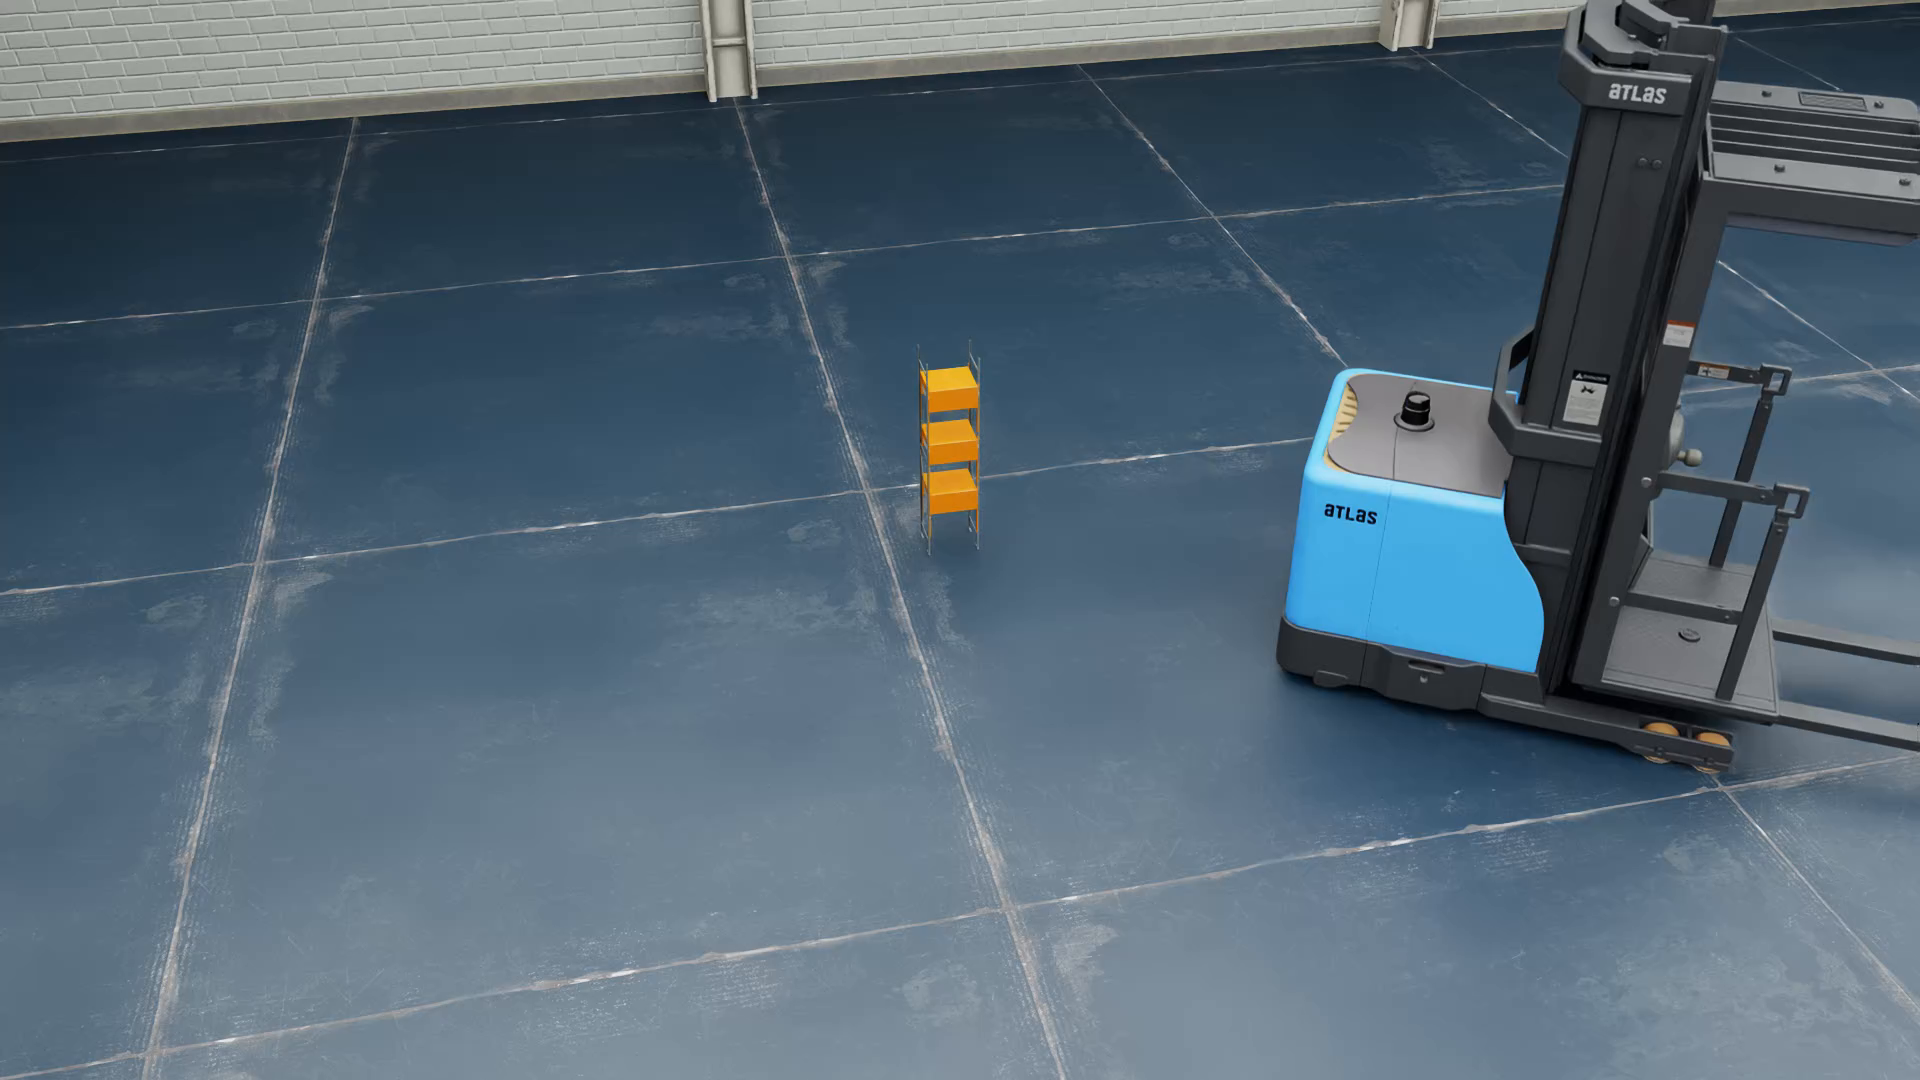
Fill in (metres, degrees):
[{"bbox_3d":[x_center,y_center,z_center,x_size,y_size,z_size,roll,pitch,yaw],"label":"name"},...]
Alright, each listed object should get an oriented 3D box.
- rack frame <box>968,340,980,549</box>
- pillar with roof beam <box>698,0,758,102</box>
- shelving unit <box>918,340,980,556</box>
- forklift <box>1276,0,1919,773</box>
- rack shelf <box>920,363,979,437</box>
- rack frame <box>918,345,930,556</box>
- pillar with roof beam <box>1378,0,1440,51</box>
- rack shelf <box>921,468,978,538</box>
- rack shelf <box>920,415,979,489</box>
[{"bbox_3d":[0.067,-0.444,7.970,0.008,1.050,0.200,-7,35,-11],"label":"rack frame"},{"bbox_3d":[-0.935,-5.083,7.749,0.400,9.000,9.100,-7,35,-11],"label":"pillar with roof beam"},{"bbox_3d":[-0.052,-0.429,7.948,0.252,1.050,0.215,-7,35,-11],"label":"shelving unit"},{"bbox_3d":[2.969,-0.595,6.506,3.031,2.935,1.130,11,35,16],"label":"forklift"},{"bbox_3d":[-0.052,-0.656,7.795,0.240,0.259,0.215,-7,35,-11],"label":"rack shelf"},{"bbox_3d":[-0.171,-0.414,7.925,0.008,1.050,0.200,-7,35,-11],"label":"rack frame"},{"bbox_3d":[4.917,-5.821,8.848,0.400,9.000,9.100,-7,35,-11],"label":"pillar with roof beam"},{"bbox_3d":[-0.052,-0.190,8.108,0.240,0.259,0.215,-7,35,-11],"label":"rack shelf"},{"bbox_3d":[-0.052,-0.421,7.954,0.240,0.259,0.215,-7,35,-11],"label":"rack shelf"}]
